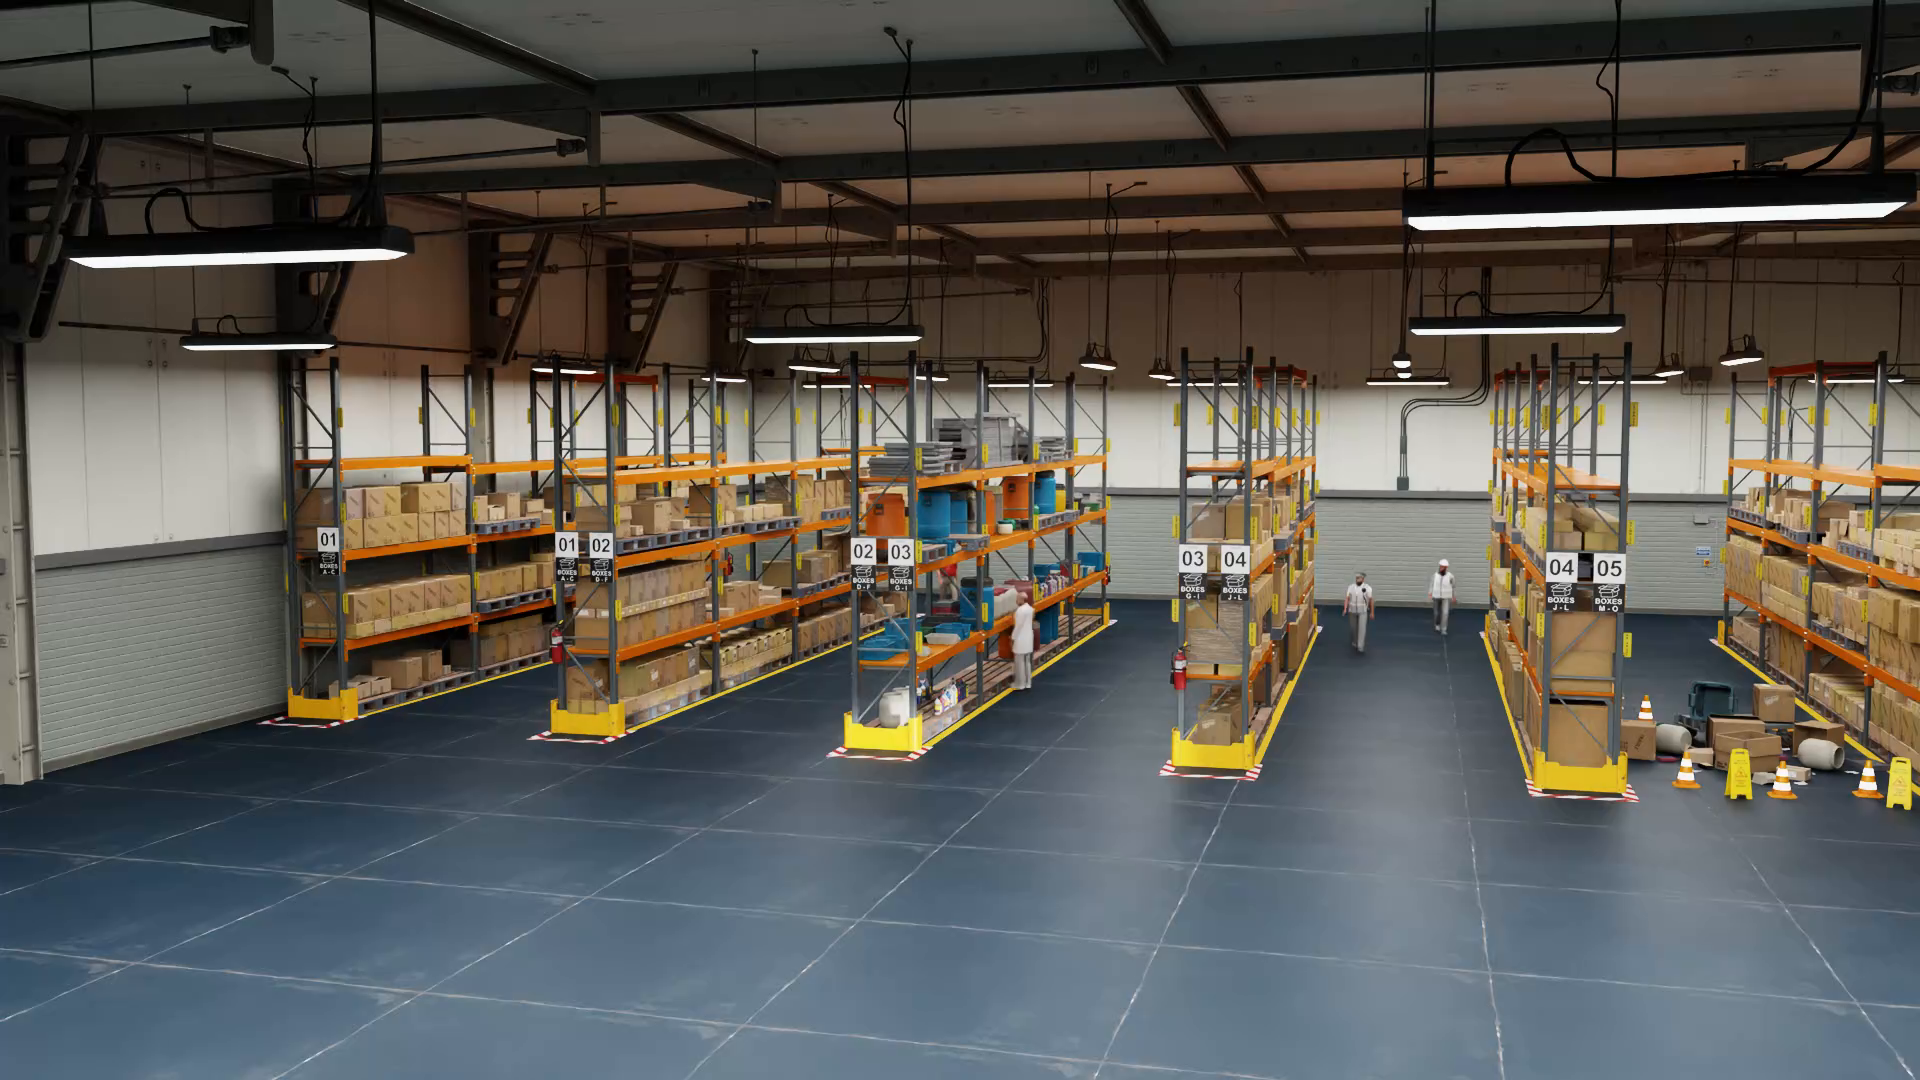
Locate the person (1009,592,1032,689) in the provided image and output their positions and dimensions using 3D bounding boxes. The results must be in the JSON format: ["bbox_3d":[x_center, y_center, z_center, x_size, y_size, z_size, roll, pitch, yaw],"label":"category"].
[{"bbox_3d":[1.103,1.848,30.556,0.422,1.793,0.594,2,5,27],"label":"person"}]

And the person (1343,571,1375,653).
[{"bbox_3d":[8.545,1.524,35.626,0.658,1.729,1.032,1,4,19],"label":"person"}]

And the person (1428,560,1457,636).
[{"bbox_3d":[11.155,1.322,38.434,0.630,1.735,1.012,2,4,21],"label":"person"}]

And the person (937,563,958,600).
[{"bbox_3d":[-0.296,1.039,42.153,0.590,1.669,1.026,-1,4,-14],"label":"person"}]
